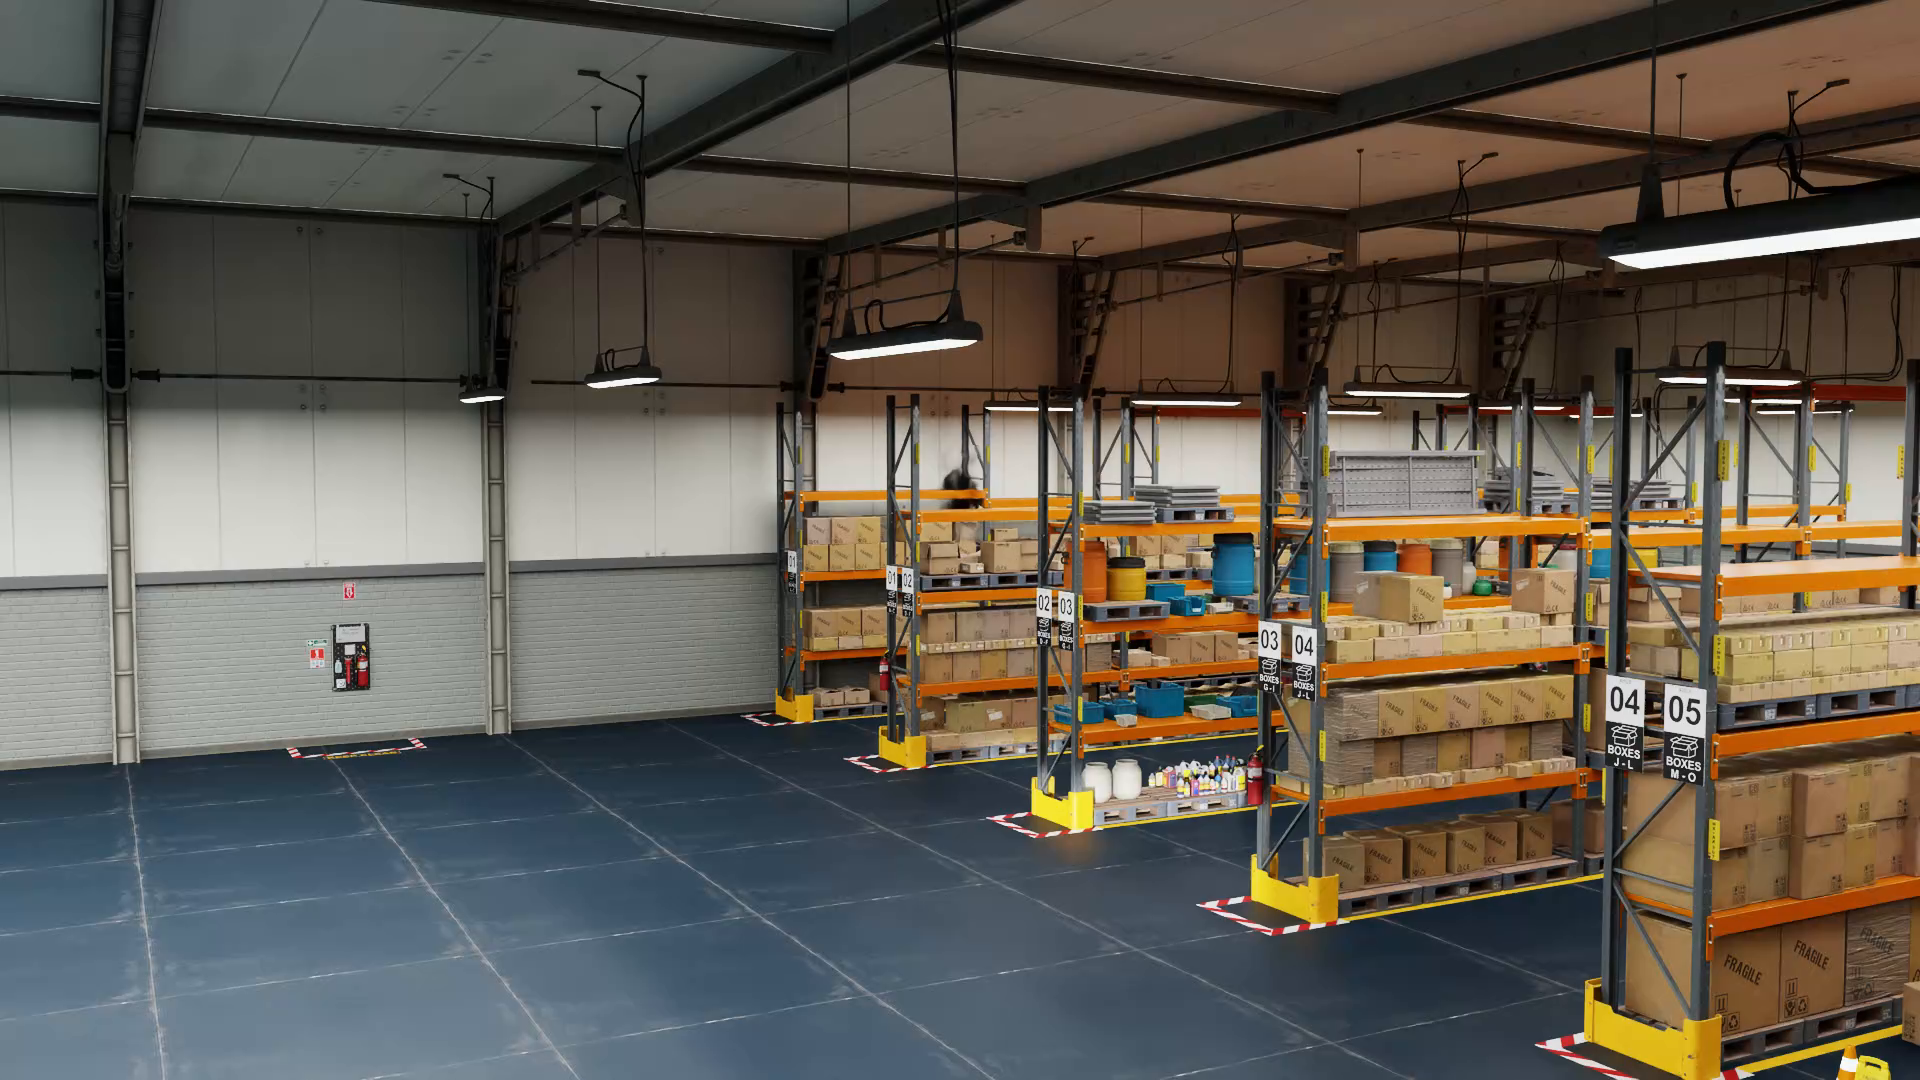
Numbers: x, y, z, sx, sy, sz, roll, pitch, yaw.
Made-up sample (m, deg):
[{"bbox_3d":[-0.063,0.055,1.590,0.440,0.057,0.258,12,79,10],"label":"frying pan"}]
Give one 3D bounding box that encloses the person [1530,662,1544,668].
[{"bbox_3d":[10.824,2.573,31.007,0.756,1.754,0.594,-2,4,-31],"label":"person"}]
